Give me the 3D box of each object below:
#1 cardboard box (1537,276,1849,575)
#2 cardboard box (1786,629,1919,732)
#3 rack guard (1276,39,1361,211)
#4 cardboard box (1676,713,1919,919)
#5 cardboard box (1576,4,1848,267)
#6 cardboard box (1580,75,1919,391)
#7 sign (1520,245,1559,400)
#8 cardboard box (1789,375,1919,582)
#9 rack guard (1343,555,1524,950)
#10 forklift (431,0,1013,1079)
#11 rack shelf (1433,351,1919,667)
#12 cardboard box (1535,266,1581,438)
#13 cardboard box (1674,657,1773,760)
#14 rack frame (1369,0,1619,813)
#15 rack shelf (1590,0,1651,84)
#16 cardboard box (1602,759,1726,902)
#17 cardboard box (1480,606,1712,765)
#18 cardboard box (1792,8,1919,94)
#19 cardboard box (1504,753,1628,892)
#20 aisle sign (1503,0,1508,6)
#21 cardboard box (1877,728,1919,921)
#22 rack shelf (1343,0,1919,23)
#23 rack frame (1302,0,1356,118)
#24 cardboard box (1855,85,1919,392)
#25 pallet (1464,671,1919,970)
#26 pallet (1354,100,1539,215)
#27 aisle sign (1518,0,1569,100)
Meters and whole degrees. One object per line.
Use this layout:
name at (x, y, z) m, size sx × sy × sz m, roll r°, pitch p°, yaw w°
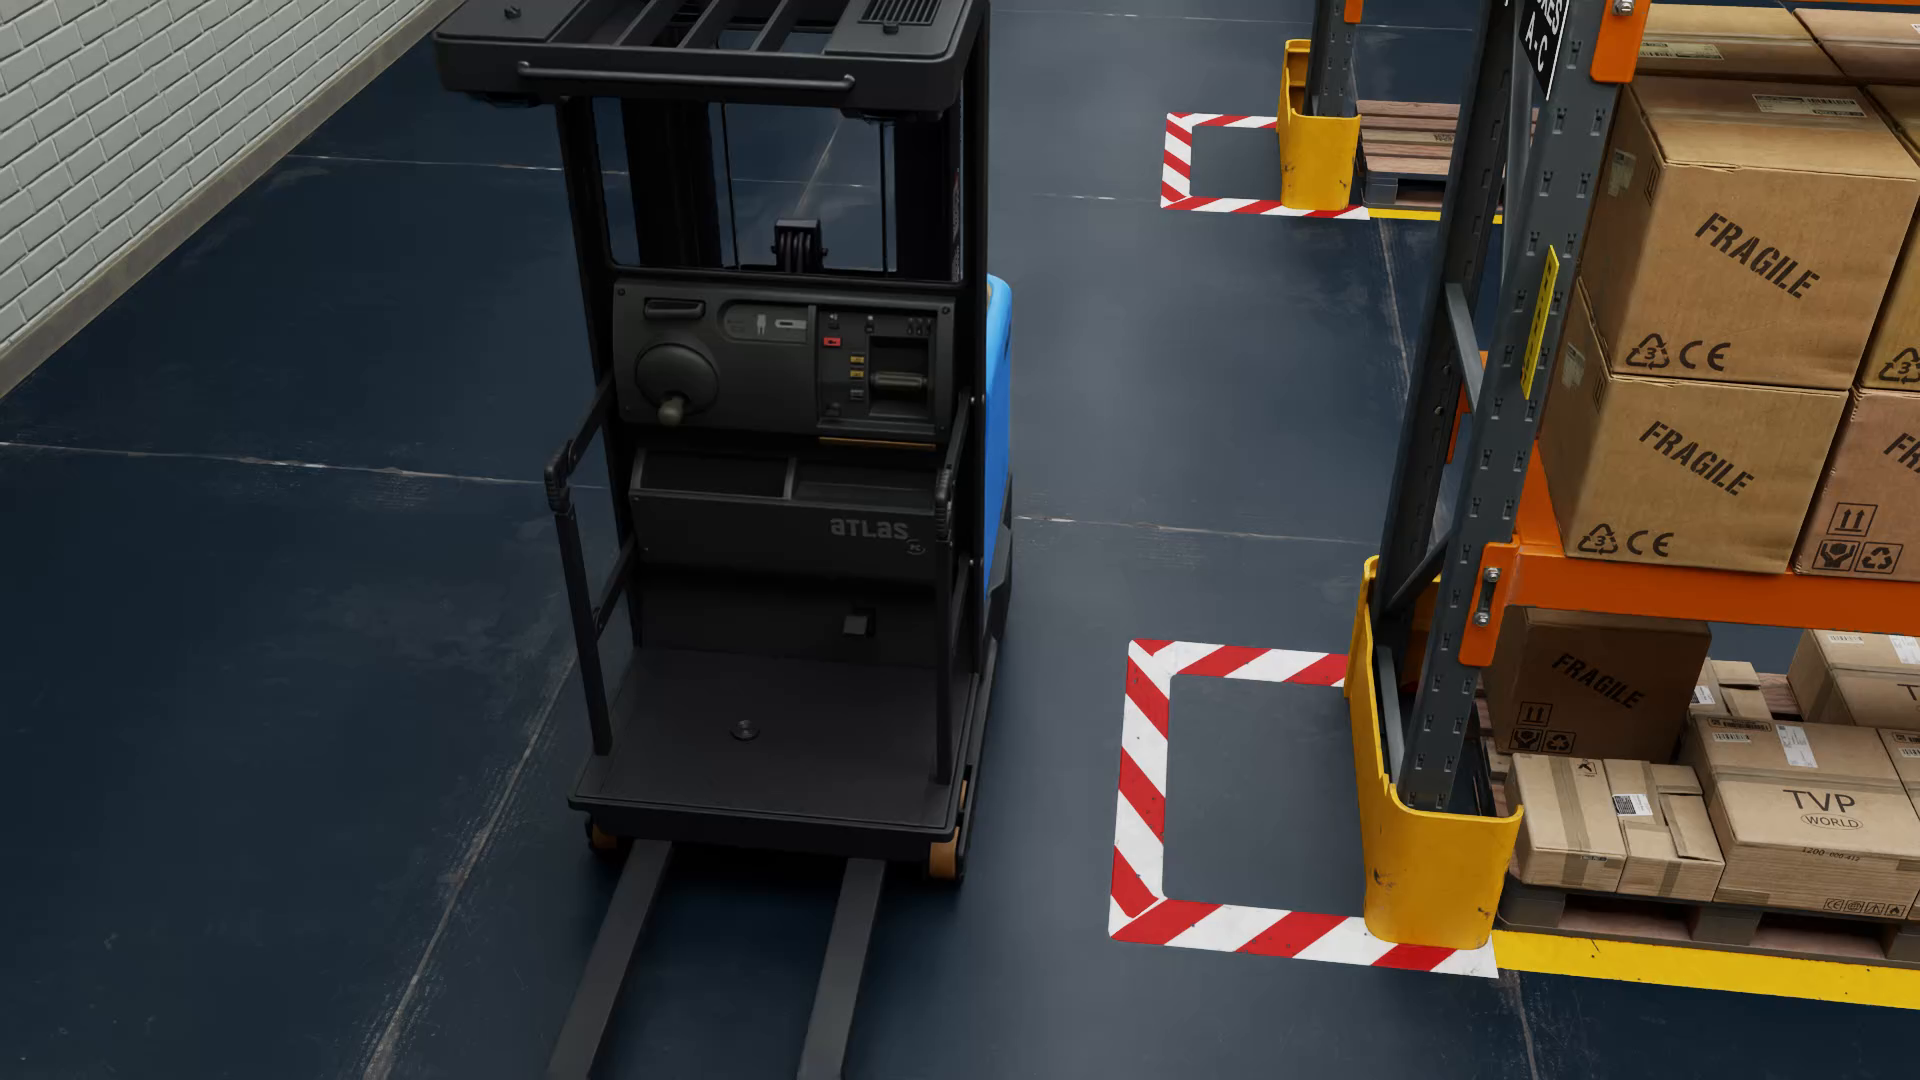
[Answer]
cardboard box at (1.719, -0.282, 3.977) m, size 0.500 × 0.500 × 0.500 m, roll 5°, pitch 36°, yaw 7°
cardboard box at (2.822, 0.500, 4.956) m, size 0.500 × 0.250 × 0.500 m, roll 4°, pitch 36°, yaw 6°
rack guard at (1.922, -2.257, 8.982) m, size 0.348 × 0.500 × 1.175 m, roll 4°, pitch 36°, yaw 6°
cardboard box at (2.312, 0.755, 4.599) m, size 0.500 × 0.250 × 0.500 m, roll 4°, pitch 36°, yaw 6°
cardboard box at (1.789, -0.999, 4.121) m, size 0.500 × 0.500 × 0.500 m, roll 4°, pitch 36°, yaw 6°
cardboard box at (1.719, -0.689, 3.687) m, size 0.500 × 0.500 × 0.500 m, roll 5°, pitch 36°, yaw 7°
sign at (1.244, -0.466, 3.575) m, size 0.005 × 0.325 × 0.100 m, roll 4°, pitch 36°, yaw 6°
cardboard box at (2.232, -0.247, 3.928) m, size 0.500 × 0.500 × 0.500 m, roll 4°, pitch 36°, yaw 5°
rack guard at (1.388, 0.597, 4.983) m, size 0.348 × 0.500 × 1.175 m, roll 4°, pitch 36°, yaw 6°
forklift at (-0.502, -0.416, 4.309) m, size 1.130 × 2.935 × 3.031 m, roll 4°, pitch 36°, yaw 6°
rack shelf at (3.297, 0.015, 4.267) m, size 4.000 × 0.370 × 1.077 m, roll 4°, pitch 36°, yaw 6°
cardboard box at (1.792, -0.591, 4.409) m, size 0.500 × 0.500 × 0.500 m, roll 5°, pitch 36°, yaw 7°
cardboard box at (2.274, 0.528, 4.988) m, size 0.250 × 0.166 × 0.380 m, roll 4°, pitch 36°, yaw 6°
rack frame at (1.313, -0.426, 4.265) m, size 0.127 × 3.000 × 1.000 m, roll 4°, pitch 36°, yaw 6°
rack shelf at (3.297, -1.206, 3.395) m, size 4.000 × 0.370 × 1.077 m, roll 4°, pitch 36°, yaw 6°
cardboard box at (1.932, 0.796, 4.613) m, size 0.250 × 0.166 × 0.380 m, roll 4°, pitch 36°, yaw 6°
cardboard box at (1.884, 0.311, 5.006) m, size 0.500 × 0.500 × 0.500 m, roll 4°, pitch 36°, yaw 6°
cardboard box at (2.291, -0.962, 4.070) m, size 0.500 × 0.500 × 0.500 m, roll 5°, pitch 36°, yaw 7°
cardboard box at (1.684, 0.784, 4.644) m, size 0.250 × 0.149 × 0.380 m, roll 4°, pitch 36°, yaw 6°
aisle sign at (1.284, -1.666, 3.764) m, size 0.004 × 0.787 × 0.394 m, roll 4°, pitch 36°, yaw 6°
cardboard box at (2.808, 0.792, 4.547) m, size 0.500 × 0.250 × 0.500 m, roll 4°, pitch 36°, yaw 6°
rack shelf at (3.931, -2.839, 8.265) m, size 4.000 × 0.370 × 1.077 m, roll 4°, pitch 36°, yaw 6°
rack frame at (1.947, -3.280, 8.264) m, size 0.127 × 3.000 × 1.000 m, roll 4°, pitch 36°, yaw 6°
cardboard box at (2.239, -0.655, 3.639) m, size 0.500 × 0.500 × 0.500 m, roll 5°, pitch 36°, yaw 6°
pallet at (2.179, 0.773, 4.985) m, size 1.213 × 0.211 × 1.003 m, roll 4°, pitch 36°, yaw 6°
pallet at (2.761, -2.062, 8.957) m, size 1.213 × 0.211 × 1.003 m, roll 4°, pitch 36°, yaw 6°
aisle sign at (1.208, -1.320, 3.280) m, size 0.004 × 0.787 × 0.394 m, roll 4°, pitch 36°, yaw 6°
